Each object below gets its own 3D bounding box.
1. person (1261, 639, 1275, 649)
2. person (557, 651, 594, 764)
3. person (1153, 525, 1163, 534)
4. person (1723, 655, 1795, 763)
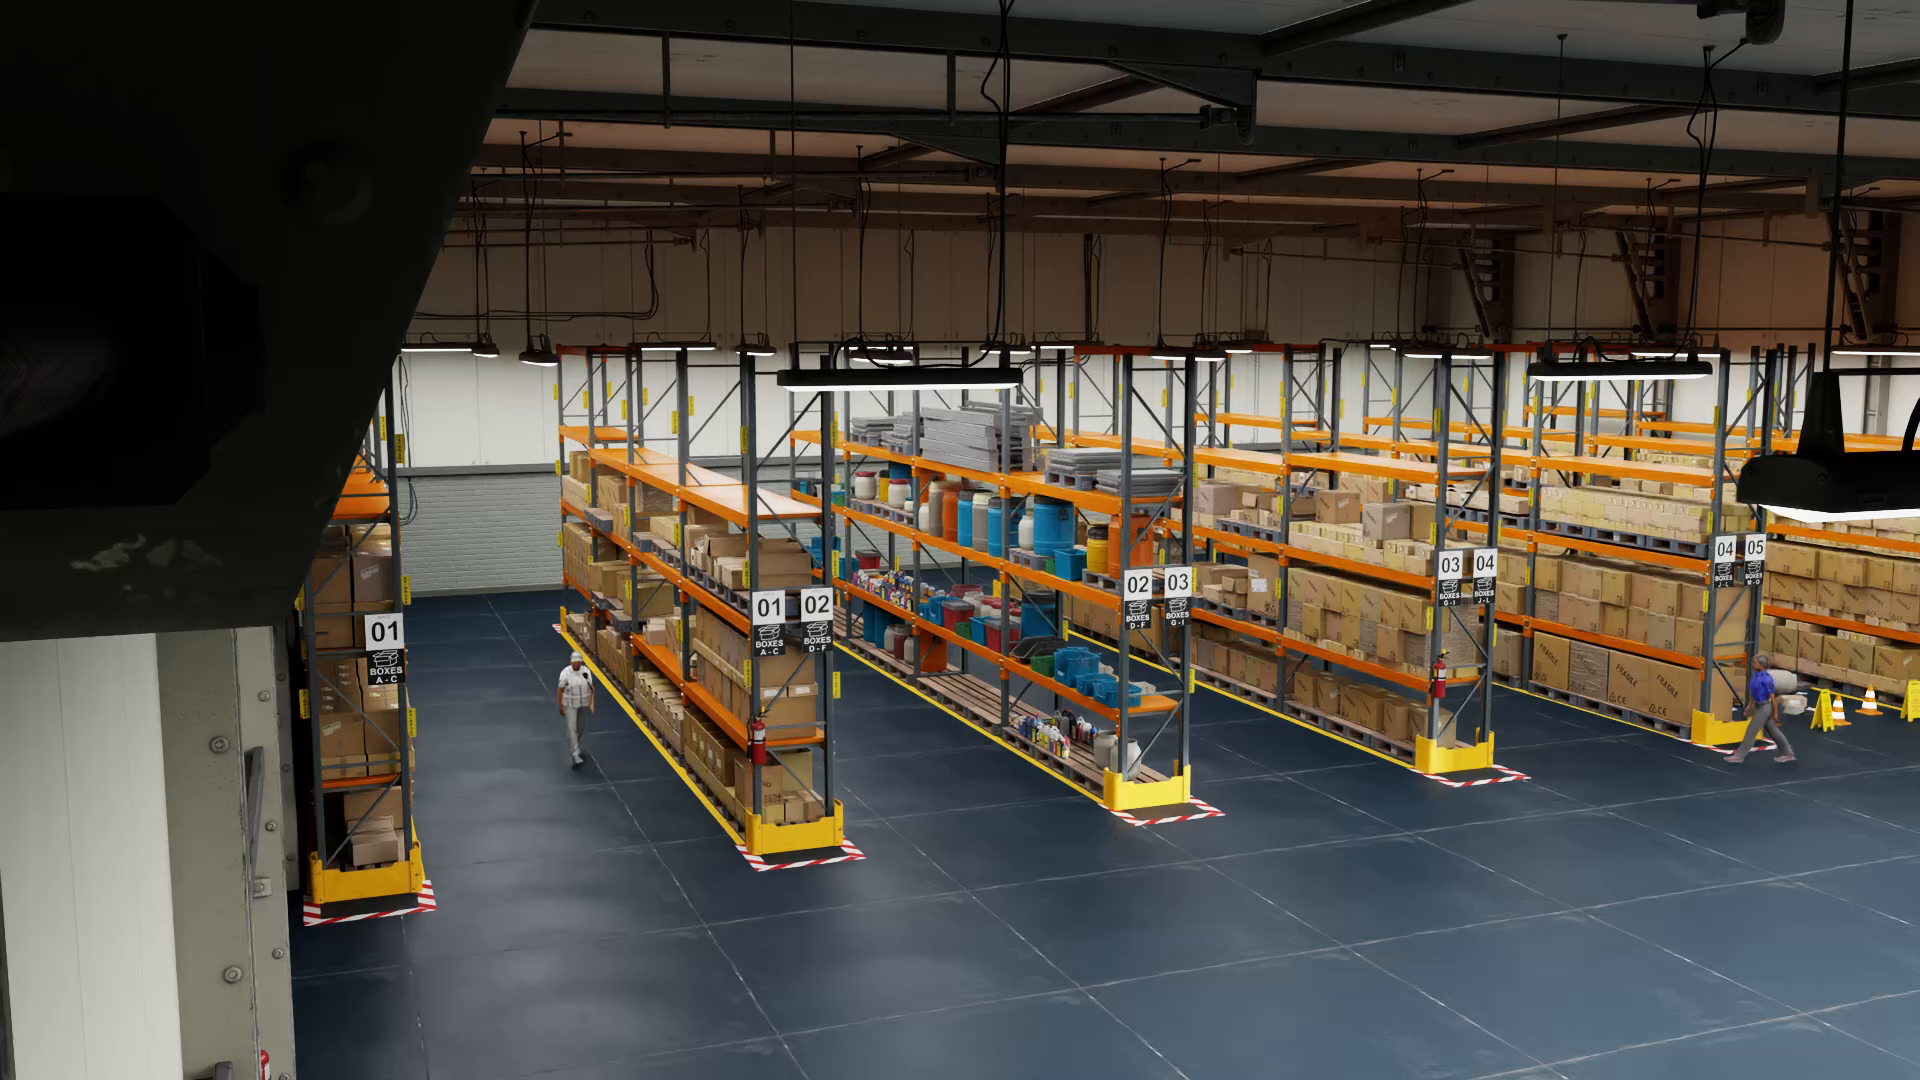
[{"bbox_3d":[6.028,1.434,32.105,0.754,1.665,0.675,-2,7,-14],"label":"person"},{"bbox_3d":[-5.590,2.425,24.357,0.508,1.606,0.997,-5,9,-36],"label":"person"},{"bbox_3d":[4.844,0.313,40.797,0.490,1.662,0.583,6,9,39],"label":"person"},{"bbox_3d":[11.659,2.457,24.202,1.023,1.587,0.482,1,7,9],"label":"person"}]
